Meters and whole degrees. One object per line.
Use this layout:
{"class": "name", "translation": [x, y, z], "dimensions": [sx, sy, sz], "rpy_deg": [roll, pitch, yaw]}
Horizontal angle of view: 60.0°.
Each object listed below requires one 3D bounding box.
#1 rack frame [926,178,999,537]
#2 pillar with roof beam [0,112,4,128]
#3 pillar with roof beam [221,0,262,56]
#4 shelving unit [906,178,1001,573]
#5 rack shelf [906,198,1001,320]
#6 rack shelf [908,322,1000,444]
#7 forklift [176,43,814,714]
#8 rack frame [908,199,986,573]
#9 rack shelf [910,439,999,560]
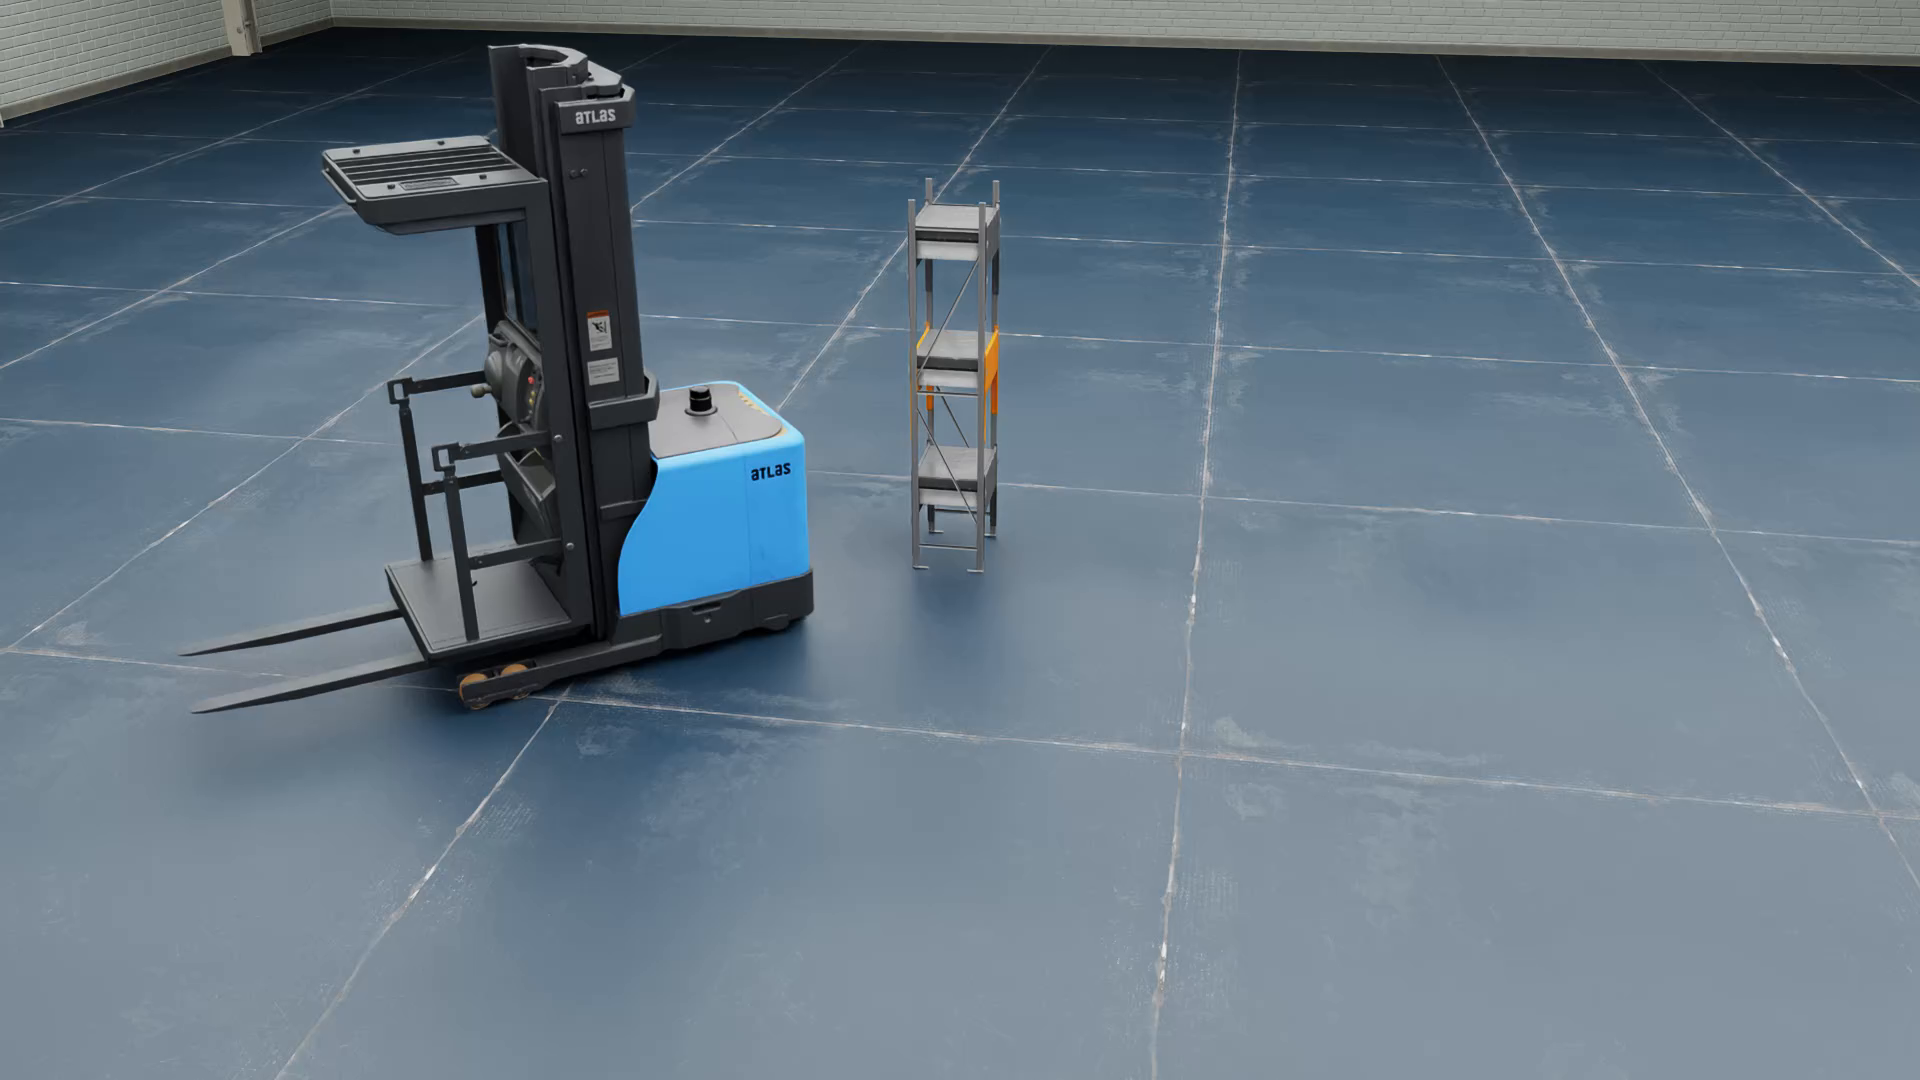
{"class": "rack frame", "translation": [0.013, -0.984, 9.375], "dimensions": [0.400, 2.100, 0.015], "rpy_deg": [4, 25, 9]}
{"class": "pillar with roof beam", "translation": [-7.884, -8.872, 18.089], "dimensions": [9.100, 9.000, 0.400], "rpy_deg": [4, 25, 9]}
{"class": "pillar with roof beam", "translation": [-6.904, -11.381, 23.450], "dimensions": [9.100, 9.000, 0.400], "rpy_deg": [4, 25, 9]}
{"class": "shelving unit", "translation": [-0.027, -0.882, 9.157], "dimensions": [0.431, 2.100, 0.503], "rpy_deg": [4, 25, 9]}
{"class": "rack shelf", "translation": [-0.027, -1.503, 8.866], "dimensions": [0.431, 0.518, 0.480], "rpy_deg": [4, 25, 9]}
{"class": "rack shelf", "translation": [-0.027, -0.869, 9.163], "dimensions": [0.431, 0.518, 0.480], "rpy_deg": [4, 25, 9]}
{"class": "forklift", "translation": [-2.316, -0.770, 7.937], "dimensions": [3.031, 2.935, 1.130], "rpy_deg": [-13, 28, -25]}
{"class": "rack frame", "translation": [-0.067, -0.780, 8.939], "dimensions": [0.400, 2.100, 0.015], "rpy_deg": [4, 25, 9]}
{"class": "rack shelf", "translation": [-0.027, -0.235, 9.459], "dimensions": [0.431, 0.518, 0.480], "rpy_deg": [4, 25, 9]}
